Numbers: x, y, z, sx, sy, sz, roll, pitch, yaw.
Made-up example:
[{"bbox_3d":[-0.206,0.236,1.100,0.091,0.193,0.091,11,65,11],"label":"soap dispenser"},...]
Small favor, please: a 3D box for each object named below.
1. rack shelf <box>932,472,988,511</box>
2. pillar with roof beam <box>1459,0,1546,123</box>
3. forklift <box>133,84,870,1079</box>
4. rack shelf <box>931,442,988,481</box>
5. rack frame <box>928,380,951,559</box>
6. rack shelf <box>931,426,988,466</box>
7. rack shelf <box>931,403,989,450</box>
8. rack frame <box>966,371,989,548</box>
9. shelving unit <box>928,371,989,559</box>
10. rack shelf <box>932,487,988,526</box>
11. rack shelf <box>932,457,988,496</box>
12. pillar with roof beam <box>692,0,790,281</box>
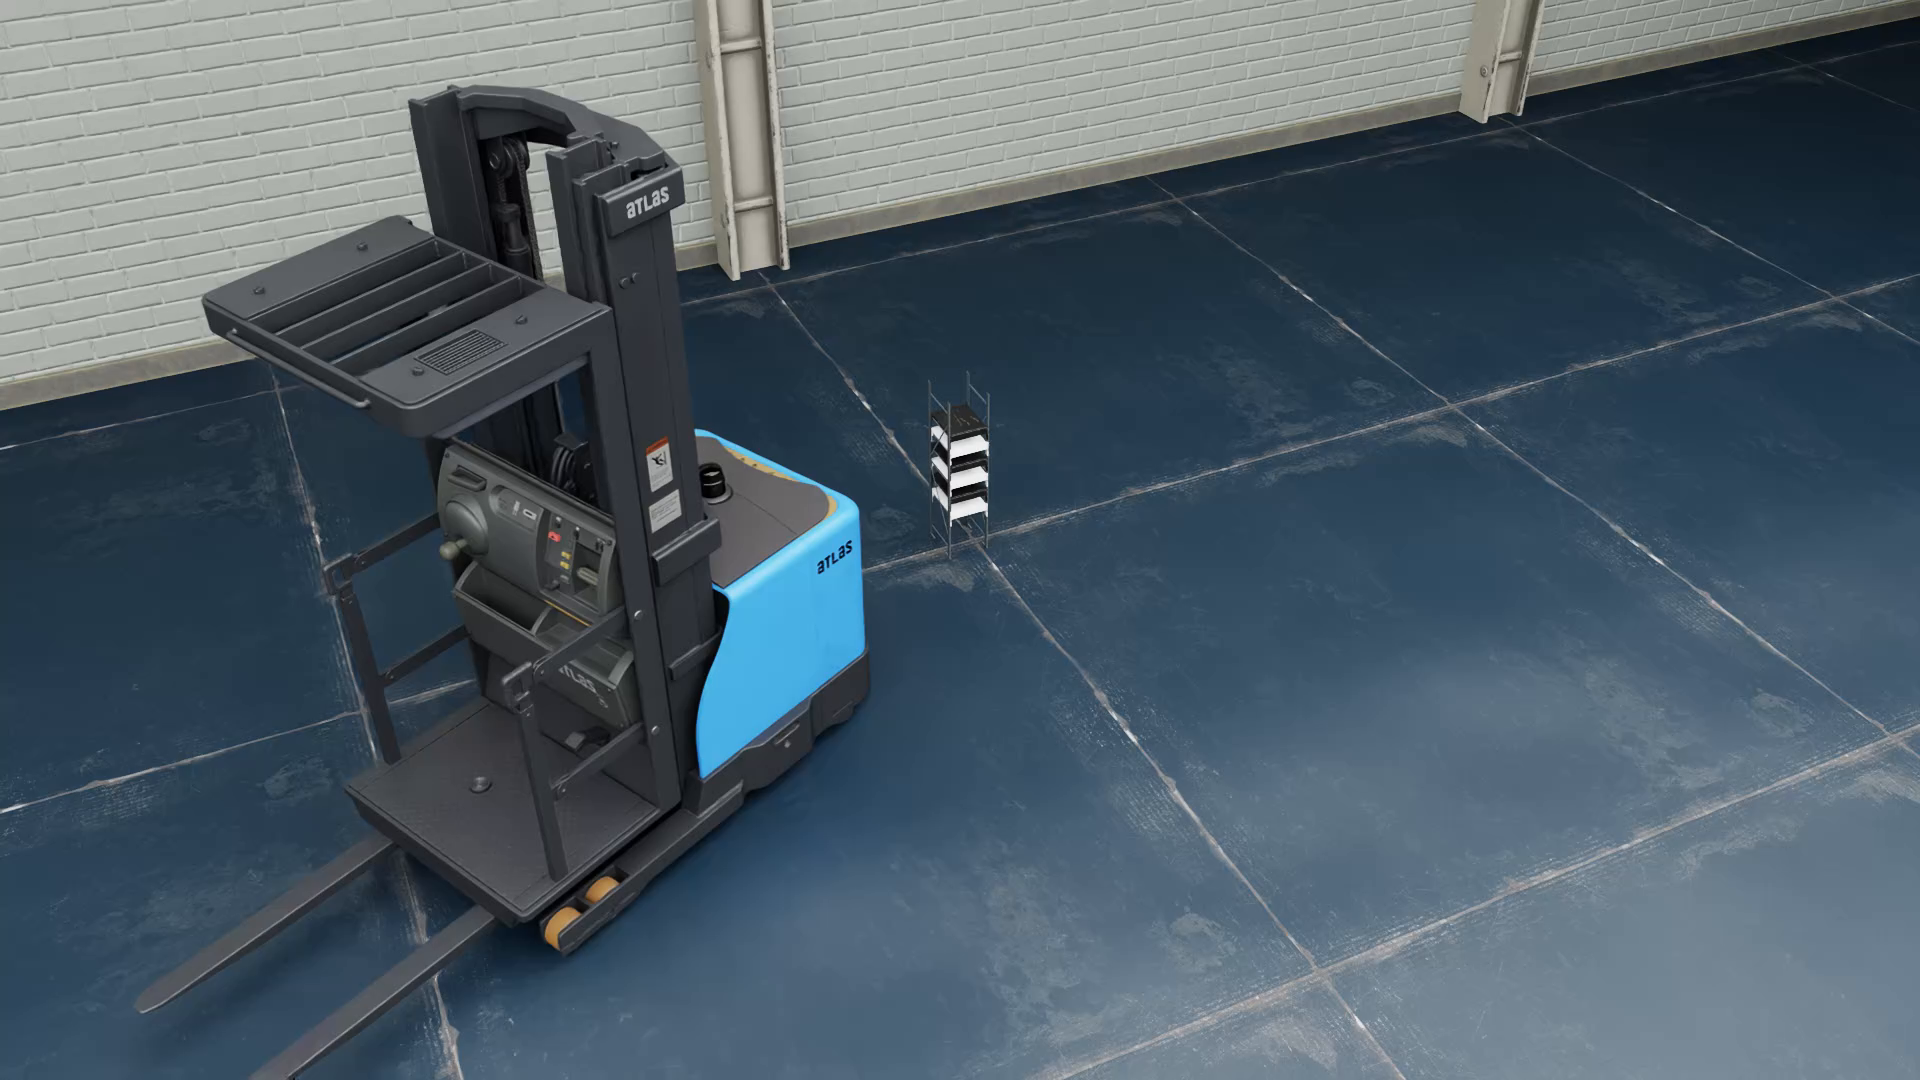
[{"bbox_3d":[-0.007,-0.260,8.196,0.200,0.077,0.258,-16,39,-20],"label":"rack shelf"},{"bbox_3d":[5.919,-4.601,7.043,0.400,9.000,9.100,-16,39,-20],"label":"pillar with roof beam"},{"bbox_3d":[-1.701,0.044,5.873,1.130,2.935,3.031,25,43,30],"label":"forklift"},{"bbox_3d":[-0.007,-0.405,8.088,0.200,0.077,0.258,-16,39,-20],"label":"rack shelf"},{"bbox_3d":[-0.099,-0.334,8.088,0.006,0.900,0.240,-16,39,-20],"label":"rack frame"},{"bbox_3d":[-0.007,-0.477,8.035,0.200,0.077,0.258,-16,39,-20],"label":"rack shelf"},{"bbox_3d":[-0.007,-0.549,7.981,0.200,0.077,0.258,-16,39,-20],"label":"rack shelf"},{"bbox_3d":[0.085,-0.385,8.157,0.006,0.900,0.240,-16,39,-20],"label":"rack frame"},{"bbox_3d":[-0.007,-0.359,8.122,0.210,0.900,0.258,-16,39,-20],"label":"shelving unit"},{"bbox_3d":[-0.007,-0.188,8.249,0.200,0.077,0.258,-16,39,-20],"label":"rack shelf"},{"bbox_3d":[-0.007,-0.333,8.142,0.200,0.077,0.258,-16,39,-20],"label":"rack shelf"},{"bbox_3d":[0.488,-3.083,4.995,0.400,9.000,9.100,-16,39,-20],"label":"pillar with roof beam"}]
